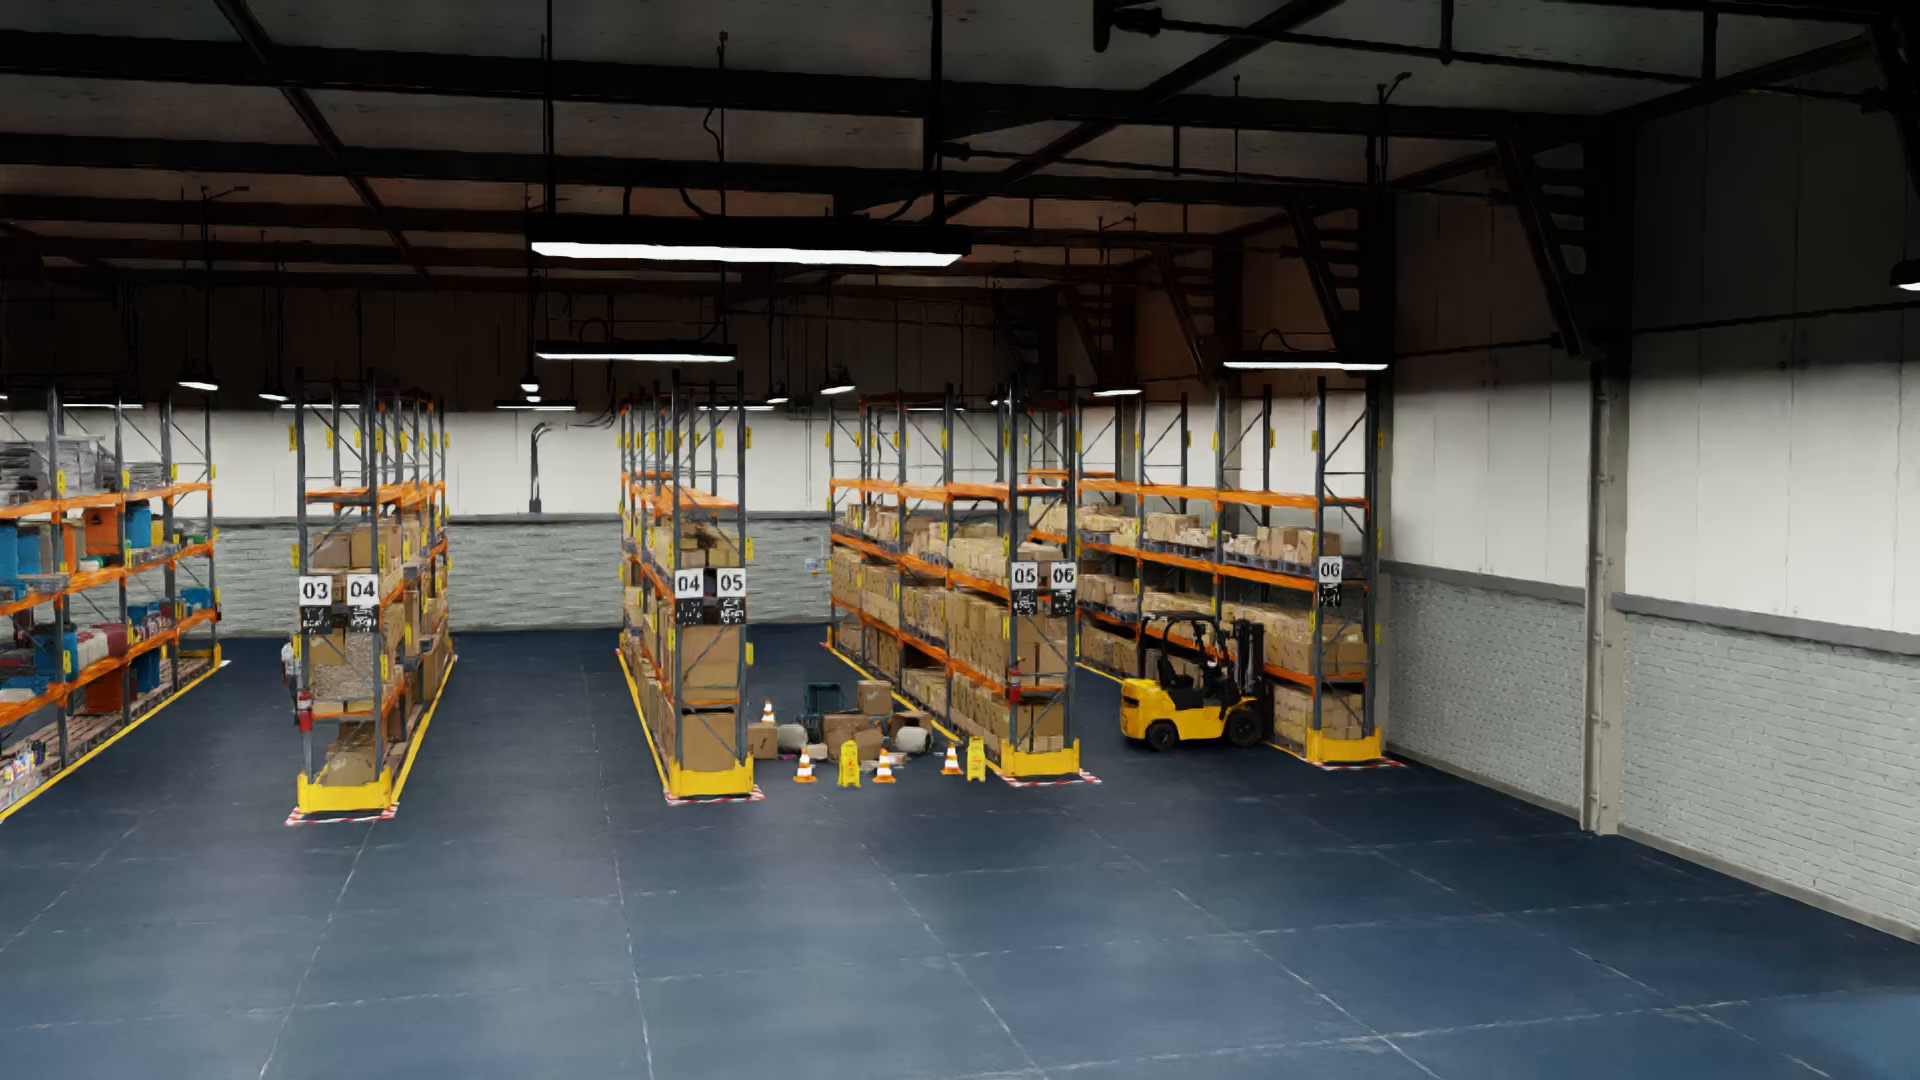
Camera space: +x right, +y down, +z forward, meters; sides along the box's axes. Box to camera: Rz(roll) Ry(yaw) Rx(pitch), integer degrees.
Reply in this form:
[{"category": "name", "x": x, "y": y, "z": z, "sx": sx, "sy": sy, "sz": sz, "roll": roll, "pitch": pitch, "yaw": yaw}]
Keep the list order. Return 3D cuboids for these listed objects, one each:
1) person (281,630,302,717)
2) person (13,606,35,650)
[{"category": "person", "x": -12.010, "y": 2.399, "z": 30.021, "sx": 0.456, "sy": 1.589, "sz": 1.088, "roll": -1, "pitch": 3, "yaw": -12}, {"category": "person", "x": -20.249, "y": 1.946, "z": 36.022, "sx": 0.463, "sy": 1.783, "sz": 0.674, "roll": 0, "pitch": 3, "yaw": 6}]
